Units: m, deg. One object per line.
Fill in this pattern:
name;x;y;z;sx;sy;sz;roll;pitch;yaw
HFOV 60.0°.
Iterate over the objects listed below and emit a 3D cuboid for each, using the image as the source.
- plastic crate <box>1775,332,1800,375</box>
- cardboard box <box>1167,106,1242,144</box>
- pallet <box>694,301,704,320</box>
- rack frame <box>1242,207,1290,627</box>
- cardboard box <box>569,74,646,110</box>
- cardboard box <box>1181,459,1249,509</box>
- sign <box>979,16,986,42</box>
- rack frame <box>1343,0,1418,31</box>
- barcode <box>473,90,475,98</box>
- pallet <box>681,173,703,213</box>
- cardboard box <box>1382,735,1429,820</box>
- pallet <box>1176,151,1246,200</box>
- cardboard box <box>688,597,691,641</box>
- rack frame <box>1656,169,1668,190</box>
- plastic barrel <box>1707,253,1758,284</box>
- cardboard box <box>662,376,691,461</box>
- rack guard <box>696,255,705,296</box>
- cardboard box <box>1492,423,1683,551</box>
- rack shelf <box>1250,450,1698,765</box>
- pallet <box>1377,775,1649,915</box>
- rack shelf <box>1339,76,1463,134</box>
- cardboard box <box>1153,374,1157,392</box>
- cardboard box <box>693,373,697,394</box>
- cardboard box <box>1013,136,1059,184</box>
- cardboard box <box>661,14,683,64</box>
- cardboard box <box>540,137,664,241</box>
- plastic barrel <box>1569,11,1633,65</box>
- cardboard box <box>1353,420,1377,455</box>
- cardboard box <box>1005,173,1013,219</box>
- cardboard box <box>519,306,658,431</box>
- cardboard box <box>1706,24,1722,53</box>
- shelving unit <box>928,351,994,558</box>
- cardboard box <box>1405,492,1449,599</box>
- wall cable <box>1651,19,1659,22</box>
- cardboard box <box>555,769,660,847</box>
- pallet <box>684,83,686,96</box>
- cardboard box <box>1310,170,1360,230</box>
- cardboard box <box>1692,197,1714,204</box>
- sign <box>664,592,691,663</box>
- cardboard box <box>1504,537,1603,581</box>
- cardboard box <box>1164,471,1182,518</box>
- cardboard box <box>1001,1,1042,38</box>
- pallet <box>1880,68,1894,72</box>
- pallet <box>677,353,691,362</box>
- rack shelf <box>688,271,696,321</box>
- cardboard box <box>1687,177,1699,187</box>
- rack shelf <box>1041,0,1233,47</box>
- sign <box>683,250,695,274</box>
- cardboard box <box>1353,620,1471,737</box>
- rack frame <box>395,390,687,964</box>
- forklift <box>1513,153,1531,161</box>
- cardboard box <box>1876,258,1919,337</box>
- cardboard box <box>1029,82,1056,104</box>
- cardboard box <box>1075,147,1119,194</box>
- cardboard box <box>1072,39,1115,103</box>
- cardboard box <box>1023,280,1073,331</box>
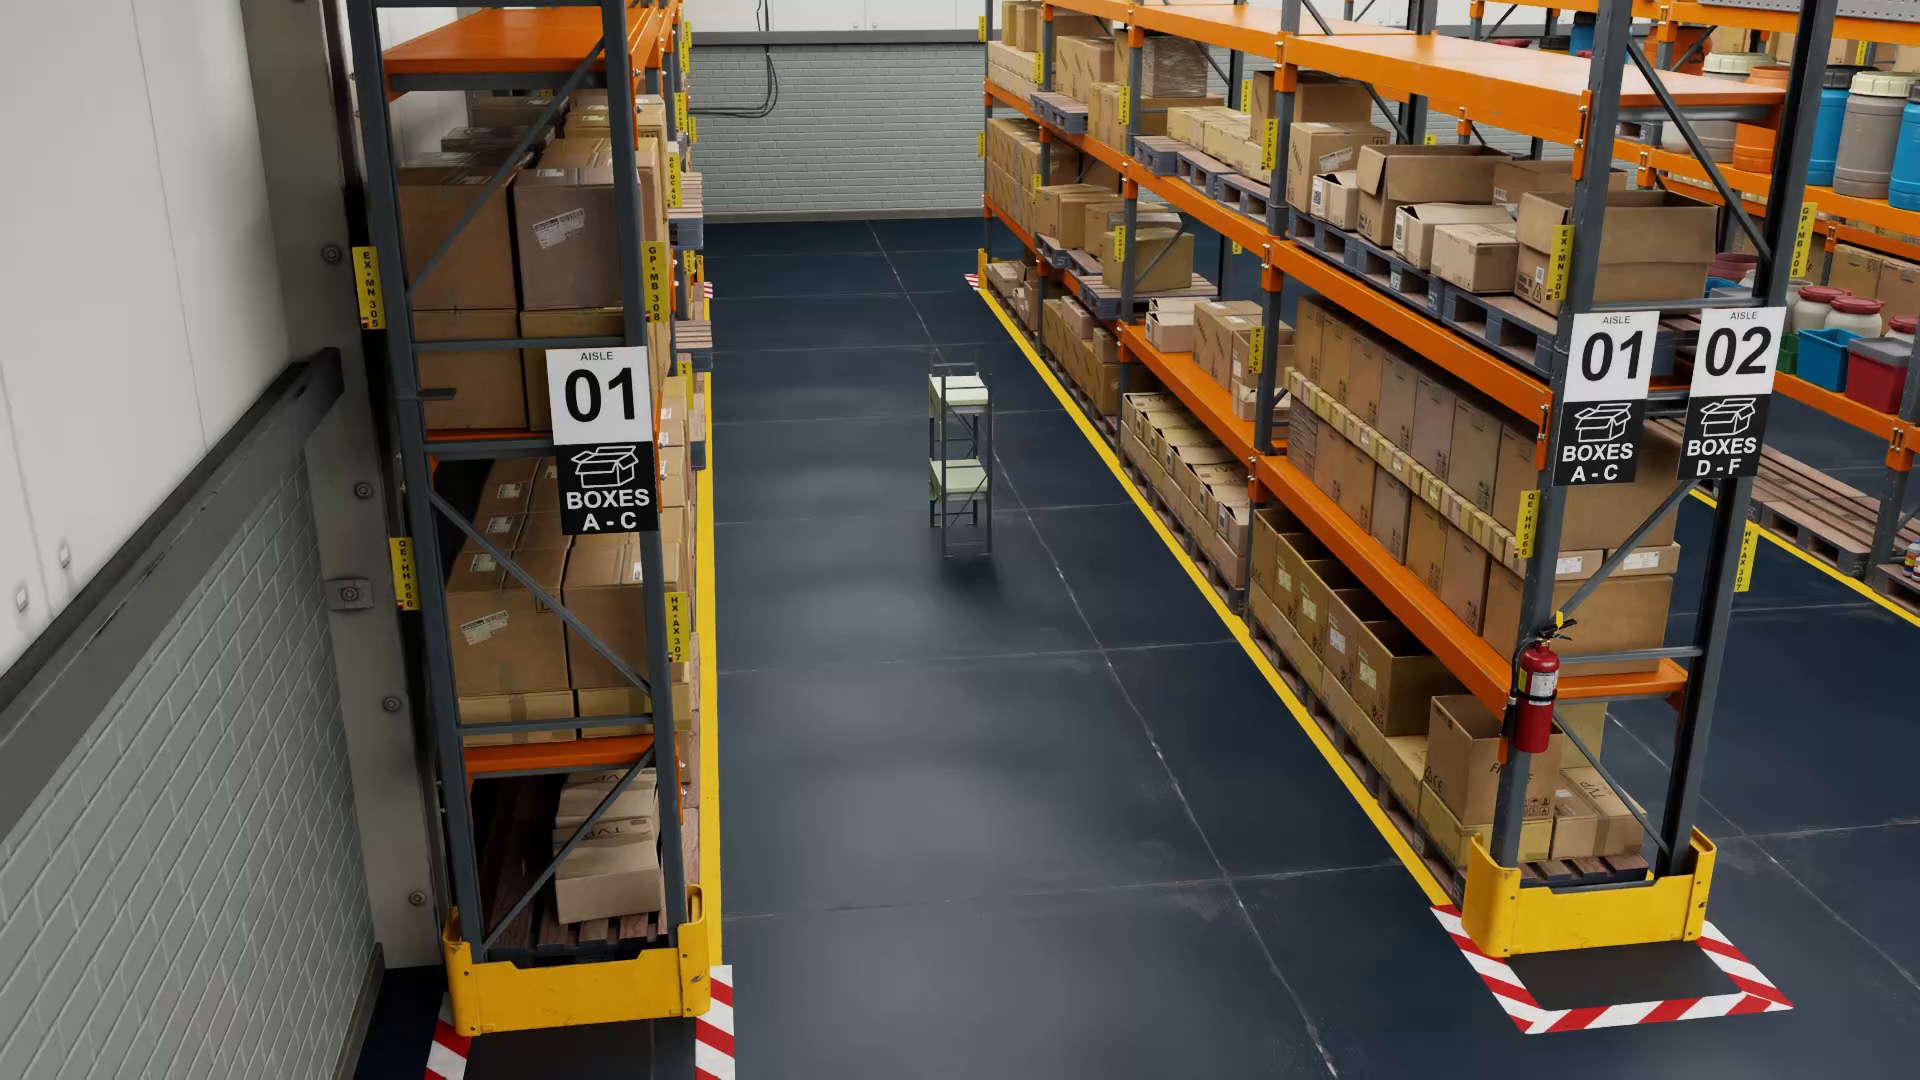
plastic crate;6.937;-1.563;13.917;0.450;0.188;0.662;-3;21;-8
cardboard box;2.110;-3.587;14.361;0.500;0.250;0.500;-4;21;-12
pallet;-3.701;-2.728;20.718;1.003;0.211;1.213;-3;21;-8
rack frame;2.565;-0.825;11.638;1.000;3.000;0.127;-3;21;-8
cardboard box;-3.038;-3.779;14.488;0.700;0.500;0.500;-5;21;-12
cardboard box;2.072;-0.475;13.229;0.500;0.311;0.500;-3;21;-8
sign;0.298;-6.767;22.011;0.100;0.325;0.005;-3;21;-8
rack frame;5.737;-8.039;22.378;1.000;3.000;0.127;-3;21;-8
barcode;-2.561;-2.366;8.762;0.001;0.075;0.075;-3;21;-8
pallet;-2.472;-2.469;12.021;1.213;0.211;1.003;-3;21;-8
cardboard box;2.688;1.308;9.257;0.500;0.250;0.500;-3;21;-8
pallet;2.339;-2.909;13.201;1.003;0.211;1.213;-2;21;-5
cardboard box;-1.672;0.331;8.728;0.500;0.250;0.500;-3;21;-9
rack frame;10.639;-5.478;24.096;1.000;3.000;0.127;-3;21;-8
plastic barrel;7.257;-2.377;15.598;0.600;0.536;0.708;-3;21;-8
cardboard box;-1.962;-0.716;10.461;0.500;0.500;0.500;-3;21;-8
rack guard;-4.070;-3.566;22.549;1.175;0.500;0.348;-3;21;-8
cardboard box;3.079;-0.275;8.169;0.700;0.500;0.500;-3;21;-8
rack shelf;2.853;0.204;9.910;1.077;0.370;4.000;-3;21;-8
pallet;2.990;1.603;9.121;1.003;0.211;1.213;-3;21;-8
rack shelf;6.026;-5.604;21.175;1.077;0.370;4.000;-3;21;-8
cardboard box;2.125;-1.598;16.652;0.500;0.500;0.500;-4;21;-10
cardboard box;-3.009;-1.713;16.489;0.750;0.750;0.750;-3;21;-8
cardboard box;0.934;-4.624;20.237;0.500;0.500;0.500;-3;21;-7
cardboard box;-3.315;-5.535;18.360;0.500;0.500;0.500;-3;21;-8
cardboard box;-1.682;-1.617;7.872;0.500;0.500;0.500;-2;21;-6
plastic barrel;6.711;-5.097;17.472;0.600;0.901;0.708;-3;21;-8
cardboard box;2.602;-0.627;10.038;0.380;0.149;0.250;-4;21;-9
cardboard box;0.858;-4.334;20.891;0.500;0.500;0.500;-3;21;-7
cardboard box;-1.560;-0.779;7.056;0.500;0.500;0.500;-2;21;-6
cardboard box;10.767;-6.996;22.988;0.700;0.500;0.500;-4;21;-11
shelving unit;0.001;-0.700;13.448;0.431;1.500;0.755;-3;21;-8
cardboard box;2.941;-0.003;9.294;0.700;0.500;0.500;-3;21;-7
wall cable;13.234;-11.927;28.191;2.277;5.999;0.120;-3;21;-8
cardboard box;-1.853;1.423;8.833;0.500;0.311;0.500;-1;21;-3
pallet;-3.770;-5.413;19.761;1.003;0.211;1.213;-3;21;-8
cardboard box;2.455;-2.076;10.028;0.500;0.311;0.500;-4;21;-11
cardboard box;10.810;-4.462;23.812;0.875;0.875;0.875;-3;21;-8
sign;-1.223;0.378;7.180;0.100;0.325;0.005;-3;21;-8
cardboard box;2.898;0.086;8.127;0.380;0.149;0.250;-3;21;-9
cardboard box;2.001;-0.391;13.806;0.500;0.250;0.500;-2;21;-7
cardboard box;0.925;-6.723;21.571;0.700;0.500;0.500;-3;21;-8
pallet;11.108;-5.741;20.639;1.003;0.211;1.213;-3;21;-8
pallet;-2.587;-1.186;12.878;1.003;0.211;1.213;-3;21;-8
rack shelf;-3.201;-2.314;16.654;1.077;0.370;4.000;-3;21;-8
cardboard box;10.439;-5.044;23.292;0.380;0.149;0.250;-3;21;-9
rack shelf;1.700;-5.188;16.346;1.077;0.370;4.000;-3;21;-8
sign;-2.377;-2.495;14.567;0.100;0.325;0.005;-3;21;-8
cardboard box;2.611;0.784;9.588;0.500;0.500;0.500;-3;21;-8
rack frame;-1.760;0.811;7.258;1.000;3.000;0.127;-3;21;-8
forklift;4.365;-2.022;14.941;1.130;2.935;3.031;-3;21;-9
cardboard box;11.457;-2.765;19.268;1.225;0.875;0.875;-4;21;-10
cardboard box;1.079;-5.085;18.970;0.500;0.250;0.500;-3;21;-8
cardboard box;1.622;-4.287;19.336;0.500;0.500;0.500;-2;21;-6
cardboard box;1.530;-4.882;17.327;0.600;0.600;0.600;-3;21;-8
cardboard box;1.049;-2.813;19.904;0.500;0.500;0.500;-3;21;-8
